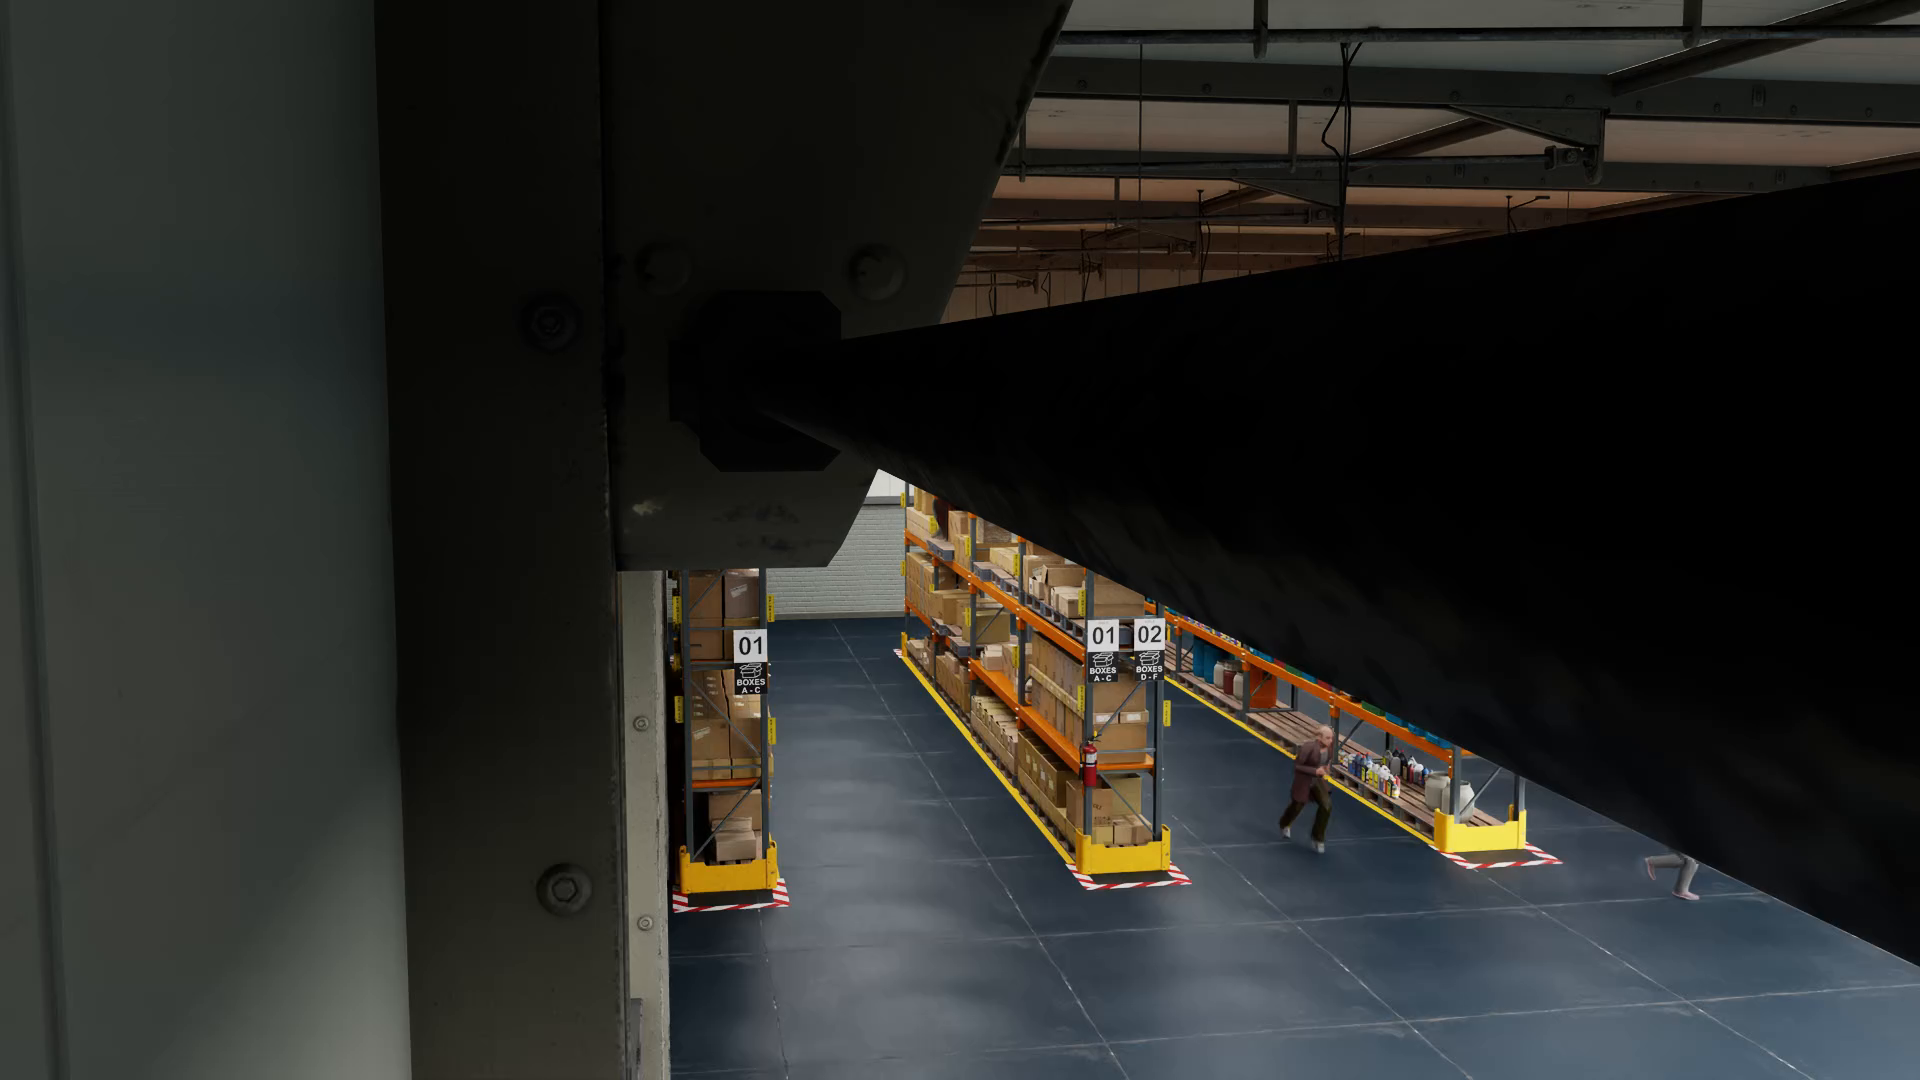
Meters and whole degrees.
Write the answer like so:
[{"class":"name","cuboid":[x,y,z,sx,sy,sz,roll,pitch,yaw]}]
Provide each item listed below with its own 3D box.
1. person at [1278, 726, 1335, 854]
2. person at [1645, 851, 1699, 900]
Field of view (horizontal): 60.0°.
[{"class":"person","cuboid":[4.594,3.247,21.968,0.751,1.730,1.072,-3,7,-27]},{"class":"person","cuboid":[8.569,3.509,19.838,0.717,1.585,0.539,3,6,24]}]
